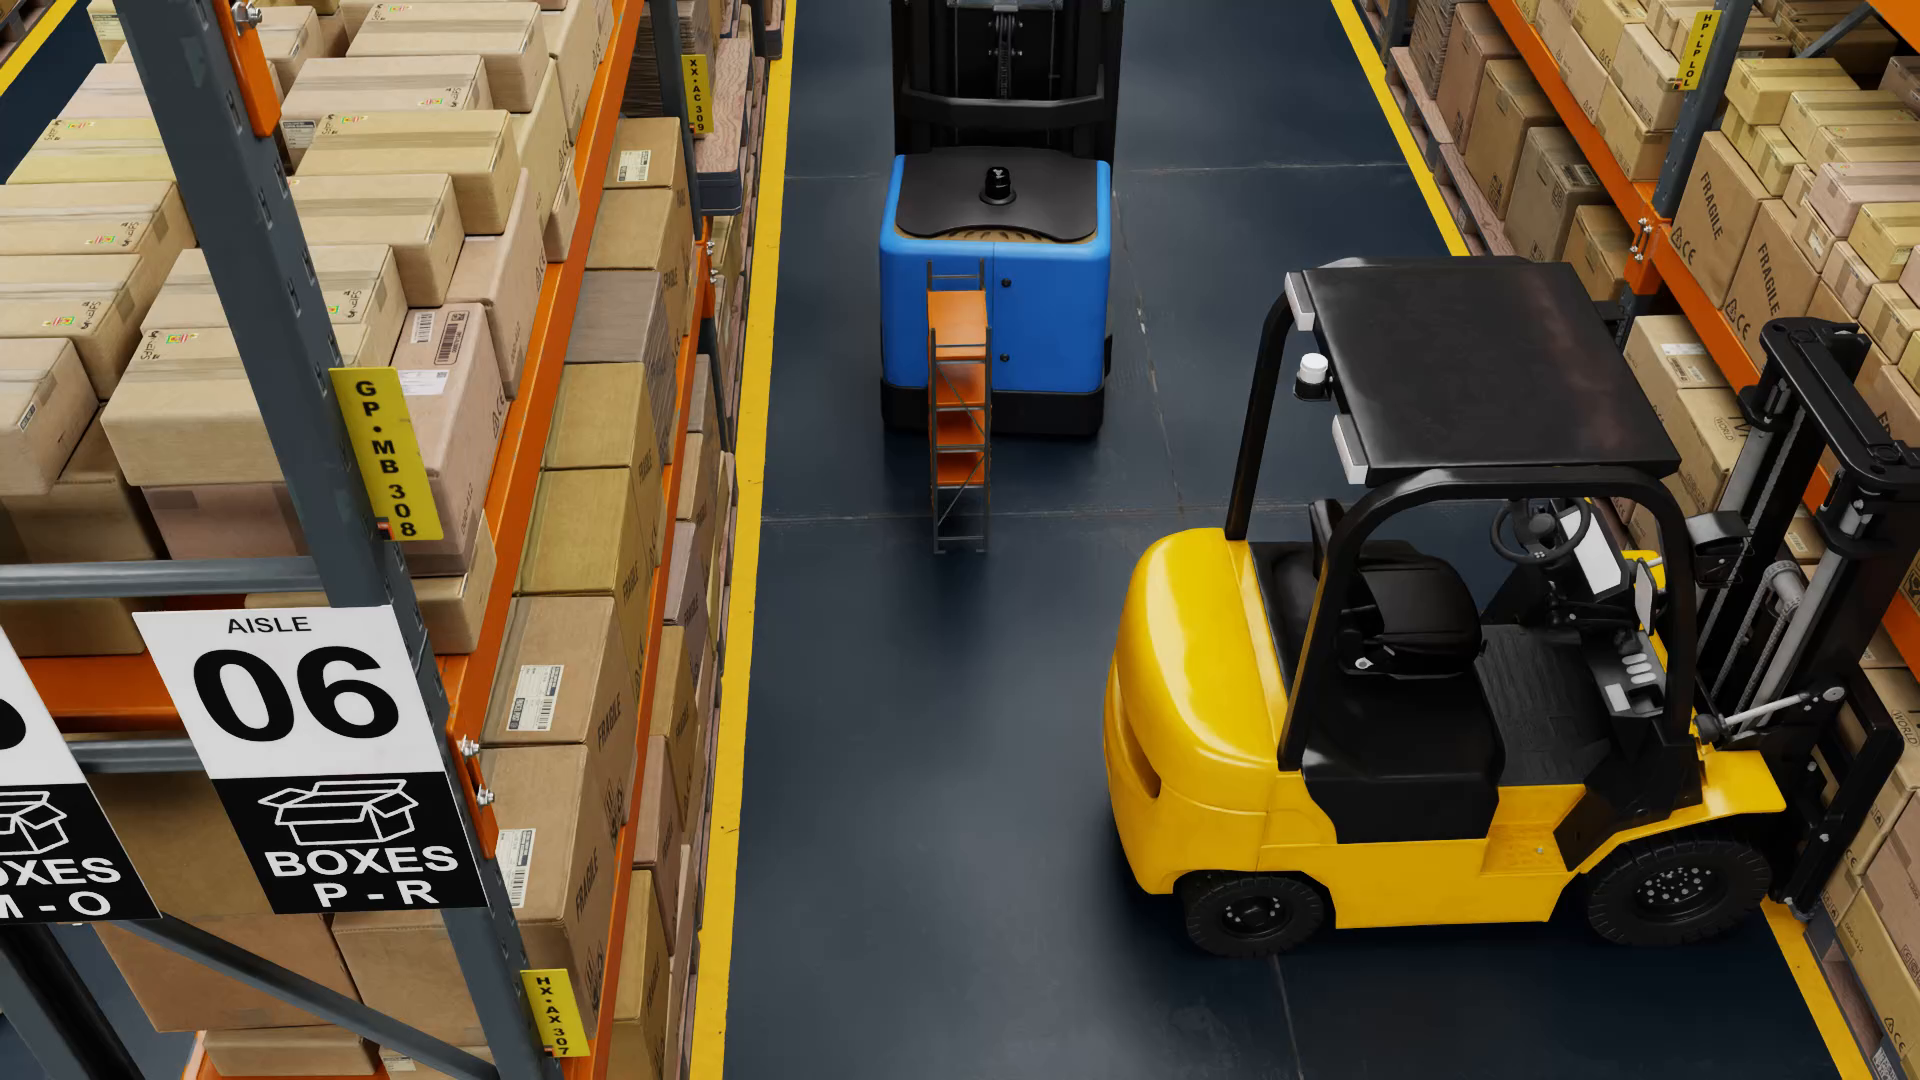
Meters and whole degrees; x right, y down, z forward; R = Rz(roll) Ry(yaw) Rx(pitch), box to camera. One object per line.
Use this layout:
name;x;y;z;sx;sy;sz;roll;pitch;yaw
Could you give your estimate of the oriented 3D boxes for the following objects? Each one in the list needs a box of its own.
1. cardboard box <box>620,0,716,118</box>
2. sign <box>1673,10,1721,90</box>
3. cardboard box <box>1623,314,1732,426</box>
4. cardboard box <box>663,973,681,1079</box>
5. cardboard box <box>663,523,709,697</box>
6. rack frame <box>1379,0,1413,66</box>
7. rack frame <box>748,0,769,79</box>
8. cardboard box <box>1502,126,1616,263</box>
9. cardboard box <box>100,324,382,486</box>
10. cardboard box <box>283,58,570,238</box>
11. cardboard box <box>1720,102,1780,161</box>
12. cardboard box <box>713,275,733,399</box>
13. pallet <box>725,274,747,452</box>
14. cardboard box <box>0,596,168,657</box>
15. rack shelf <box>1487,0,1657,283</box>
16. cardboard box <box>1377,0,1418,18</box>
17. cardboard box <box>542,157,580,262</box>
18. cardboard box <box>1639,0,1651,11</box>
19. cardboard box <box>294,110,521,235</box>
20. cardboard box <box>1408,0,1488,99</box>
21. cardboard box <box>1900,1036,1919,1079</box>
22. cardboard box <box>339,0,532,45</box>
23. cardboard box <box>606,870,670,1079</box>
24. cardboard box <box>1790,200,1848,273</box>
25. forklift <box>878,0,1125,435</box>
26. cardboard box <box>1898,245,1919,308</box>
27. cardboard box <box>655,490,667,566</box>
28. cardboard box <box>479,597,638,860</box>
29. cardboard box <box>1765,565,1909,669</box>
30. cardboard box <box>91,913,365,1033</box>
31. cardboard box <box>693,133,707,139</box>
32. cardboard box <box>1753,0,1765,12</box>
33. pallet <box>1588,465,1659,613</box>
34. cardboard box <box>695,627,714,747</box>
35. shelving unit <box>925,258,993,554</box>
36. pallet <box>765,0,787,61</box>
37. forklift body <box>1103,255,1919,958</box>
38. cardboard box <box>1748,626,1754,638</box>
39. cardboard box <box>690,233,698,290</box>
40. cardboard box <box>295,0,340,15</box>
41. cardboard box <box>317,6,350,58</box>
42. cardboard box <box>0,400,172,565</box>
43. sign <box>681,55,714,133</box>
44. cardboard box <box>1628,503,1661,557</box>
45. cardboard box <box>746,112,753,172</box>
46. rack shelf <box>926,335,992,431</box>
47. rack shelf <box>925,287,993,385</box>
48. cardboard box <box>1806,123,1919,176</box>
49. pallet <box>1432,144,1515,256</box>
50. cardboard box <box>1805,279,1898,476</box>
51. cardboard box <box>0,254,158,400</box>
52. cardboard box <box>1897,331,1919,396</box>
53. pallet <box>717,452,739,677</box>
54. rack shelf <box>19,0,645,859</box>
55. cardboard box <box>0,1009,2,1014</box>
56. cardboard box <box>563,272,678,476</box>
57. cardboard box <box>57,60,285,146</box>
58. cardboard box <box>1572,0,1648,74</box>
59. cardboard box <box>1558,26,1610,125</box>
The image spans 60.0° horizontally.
cardboard box;-1.289;-2.004;6.761;0.500;0.500;0.500;-1;43;-1
sign;2.862;-1.898;6.452;0.100;0.325;0.005;-2;43;-2
cardboard box;3.111;-0.697;6.924;0.500;0.250;0.500;-2;43;-2
cardboard box;-1.143;1.629;5.127;0.500;0.250;0.500;-2;43;-2
cardboard box;-1.216;0.284;6.039;0.500;0.500;0.500;0;43;0
rack frame;3.234;-4.223;9.787;1.000;3.000;0.127;-2;43;-2
rack frame;-1.725;-4.078;9.629;1.000;3.000;0.127;-2;43;-2
cardboard box;3.345;-1.678;8.457;0.875;0.625;0.625;-2;43;-2
cardboard box;-1.197;-0.230;2.807;0.380;0.149;0.250;-2;43;-2
cardboard box;-1.199;-0.873;3.803;0.500;0.250;0.500;0;43;-1
cardboard box;3.155;-1.576;6.345;0.380;0.149;0.250;-2;43;-2
cardboard box;-1.580;-0.918;7.815;0.950;0.372;0.625;-1;43;-1
pallet;-1.590;-0.875;8.199;1.003;0.211;1.213;-2;43;-2
cardboard box;-1.680;0.077;3.062;0.380;0.149;0.250;-1;43;-2
rack shelf;3.319;-2.608;8.557;1.077;0.370;4.000;-2;43;-2
cardboard box;3.001;-3.736;10.795;0.500;0.500;0.500;-1;43;-1
cardboard box;-1.134;-0.796;4.014;0.380;0.149;0.250;-1;43;-1
cardboard box;3.181;-2.363;7.204;0.380;0.149;0.250;-2;43;-2
cardboard box;-1.109;-0.742;3.365;0.380;0.149;0.250;-2;43;-2
cardboard box;3.247;-3.081;9.988;0.875;0.625;0.625;0;43;0
cardboard box;3.238;1.728;5.018;0.500;0.250;0.500;-1;43;-1
cardboard box;-1.230;-1.259;3.929;0.380;0.149;0.250;-1;43;-1
cardboard box;-1.145;1.336;4.891;0.500;0.500;0.500;-3;43;-3
cardboard box;3.142;-1.057;5.779;0.380;0.149;0.250;-1;43;-1
forklift;0.236;-2.559;8.023;1.130;2.935;3.031;2;43;3
cardboard box;3.255;-0.817;5.297;0.380;0.149;0.250;-2;43;-2
cardboard box;-1.163;-0.045;5.415;0.380;0.149;0.250;-1;43;-1
cardboard box;-1.154;0.499;4.342;0.500;0.500;0.500;0;43;0
cardboard box;3.170;0.339;5.794;0.500;0.250;0.500;-2;43;-3
cardboard box;-1.684;0.818;3.994;0.500;0.500;0.500;-2;43;-3
cardboard box;-1.263;-1.822;7.043;0.380;0.149;0.250;-1;43;-1
cardboard box;3.634;-2.394;7.237;0.380;0.149;0.250;-2;43;-2
pallet;3.396;0.043;7.196;1.003;0.211;1.213;-2;43;-2
cardboard box;-1.212;0.575;6.277;0.500;0.250;0.500;-1;43;-1
shelving unit;-0.007;-0.554;7.116;0.258;1.200;0.503;-2;43;-2
pallet;-1.683;-3.585;11.154;1.003;0.211;1.213;-2;43;-2
forklift body;1.670;0.263;5.521;2.313;2.155;1.214;-2;43;-2
cardboard box;3.170;0.508;5.980;0.500;0.250;0.500;-2;43;-2
cardboard box;-1.237;-1.077;6.541;0.380;0.149;0.250;-2;43;-2
cardboard box;-1.719;-1.416;4.100;0.380;0.149;0.250;-1;43;-1
cardboard box;-1.747;-1.206;4.166;0.500;0.250;0.500;-1;43;-1
cardboard box;-1.676;-0.175;3.042;0.500;0.250;0.500;-2;43;-2
sign;-1.014;-1.718;6.413;0.100;0.325;0.005;-2;43;-2
cardboard box;3.130;0.014;6.888;0.500;0.250;0.500;-3;43;-3
cardboard box;-1.672;-2.385;9.415;0.950;0.372;0.625;-2;43;-3
rack shelf;-0.007;-0.669;7.010;0.258;0.148;0.480;-2;43;-2
rack shelf;-0.007;-0.844;6.851;0.258;0.148;0.480;-2;43;-2
cardboard box;3.242;-1.339;5.866;0.380;0.149;0.250;-2;43;-3
pallet;3.279;-1.817;9.225;1.003;0.211;1.213;-2;43;-2
cardboard box;3.223;-0.560;5.716;0.500;0.500;0.500;-2;43;-2
cardboard box;-1.667;-0.380;2.970;0.380;0.149;0.250;-1;43;-1
cardboard box;3.200;-0.532;5.206;0.380;0.149;0.250;-2;43;-3
pallet;-1.491;0.103;7.132;1.003;0.211;1.213;-2;43;-2
rack shelf;-1.470;-0.868;4.439;1.077;0.370;4.000;-2;43;-2
cardboard box;-3.459;1.547;5.602;0.380;0.149;0.250;19;46;20
cardboard box;-1.233;-0.534;5.468;0.500;0.500;0.500;-1;43;-1
cardboard box;-1.659;-0.889;3.526;0.380;0.149;0.250;-2;43;-2
cardboard box;3.098;-2.323;7.455;0.500;0.250;0.500;-3;43;-3
cardboard box;3.094;-2.139;7.625;0.500;0.250;0.500;-2;43;-2
